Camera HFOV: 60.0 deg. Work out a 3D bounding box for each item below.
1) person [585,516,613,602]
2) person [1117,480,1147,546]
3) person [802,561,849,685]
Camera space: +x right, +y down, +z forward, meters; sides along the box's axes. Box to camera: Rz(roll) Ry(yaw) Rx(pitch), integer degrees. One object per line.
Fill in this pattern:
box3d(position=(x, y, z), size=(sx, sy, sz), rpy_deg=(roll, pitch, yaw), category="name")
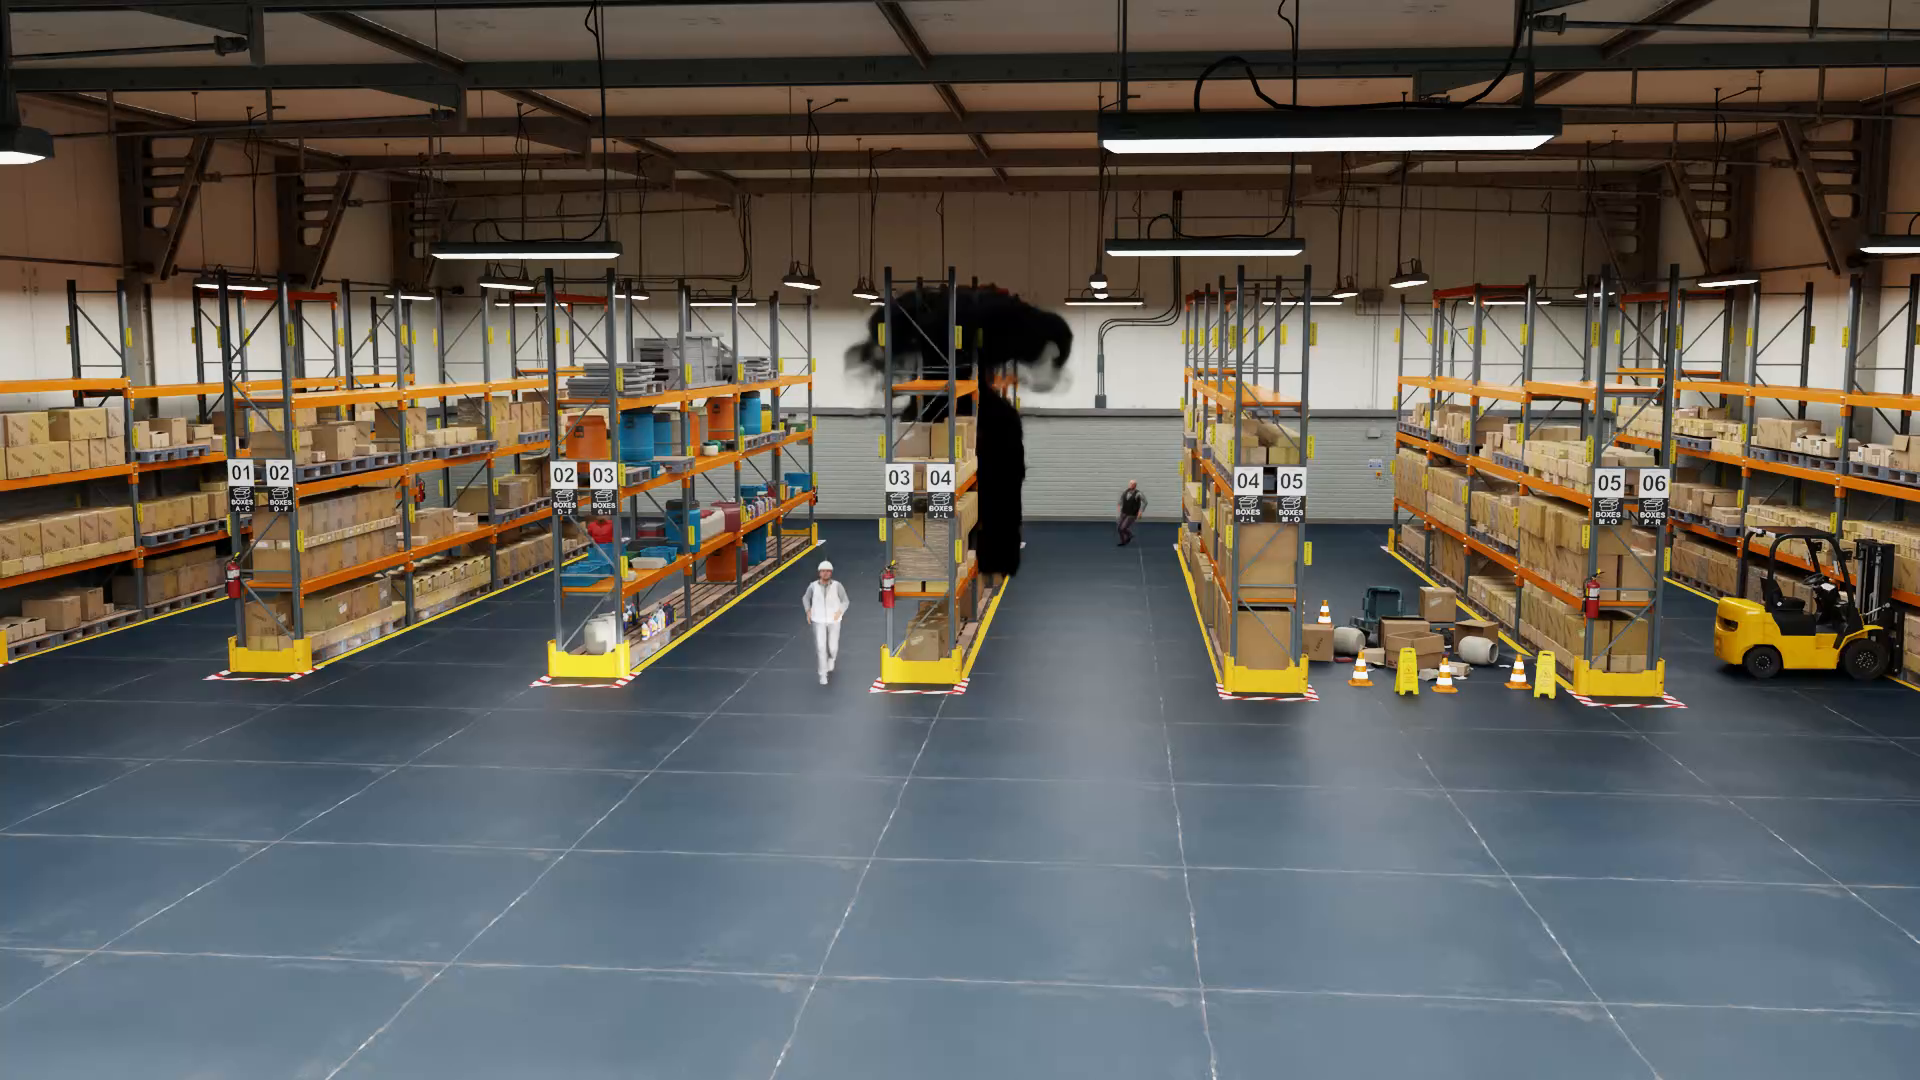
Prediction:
box3d(position=(-6.872, 0.267, 31.968), size=(0.608, 1.767, 0.909), rpy_deg=(0, 7, 4), category="person")
box3d(position=(4.061, -0.629, 39.813), size=(0.760, 1.632, 0.524), rpy_deg=(6, 9, 42), category="person")
box3d(position=(-1.969, 1.181, 24.379), size=(0.681, 1.766, 0.850), rpy_deg=(-1, 7, -5), category="person")
